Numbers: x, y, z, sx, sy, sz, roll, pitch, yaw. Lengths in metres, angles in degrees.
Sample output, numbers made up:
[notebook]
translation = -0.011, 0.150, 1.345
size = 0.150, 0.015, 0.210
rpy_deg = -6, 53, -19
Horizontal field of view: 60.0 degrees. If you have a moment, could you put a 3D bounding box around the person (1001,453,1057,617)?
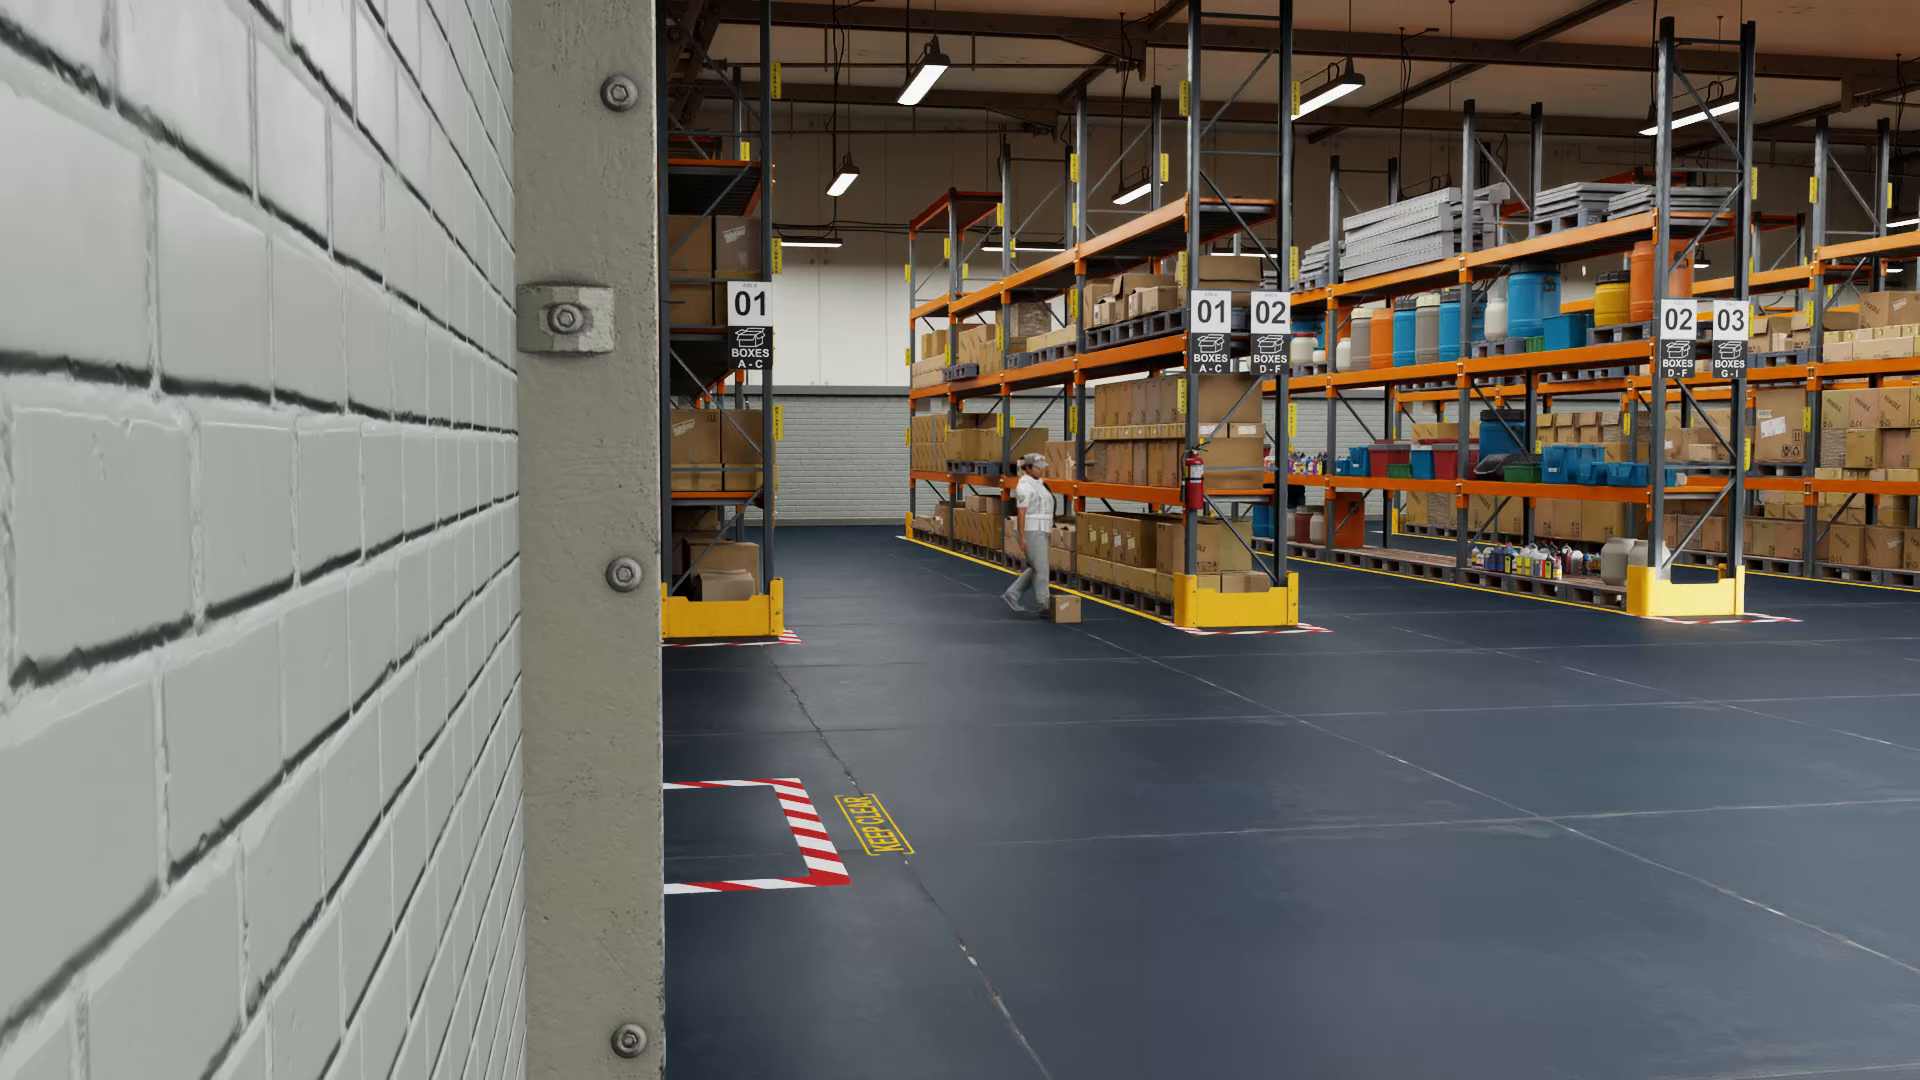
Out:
[person]
translation = 0.751, -0.053, 16.744
size = 0.693, 1.650, 0.493
rpy_deg = 1, 3, 16
